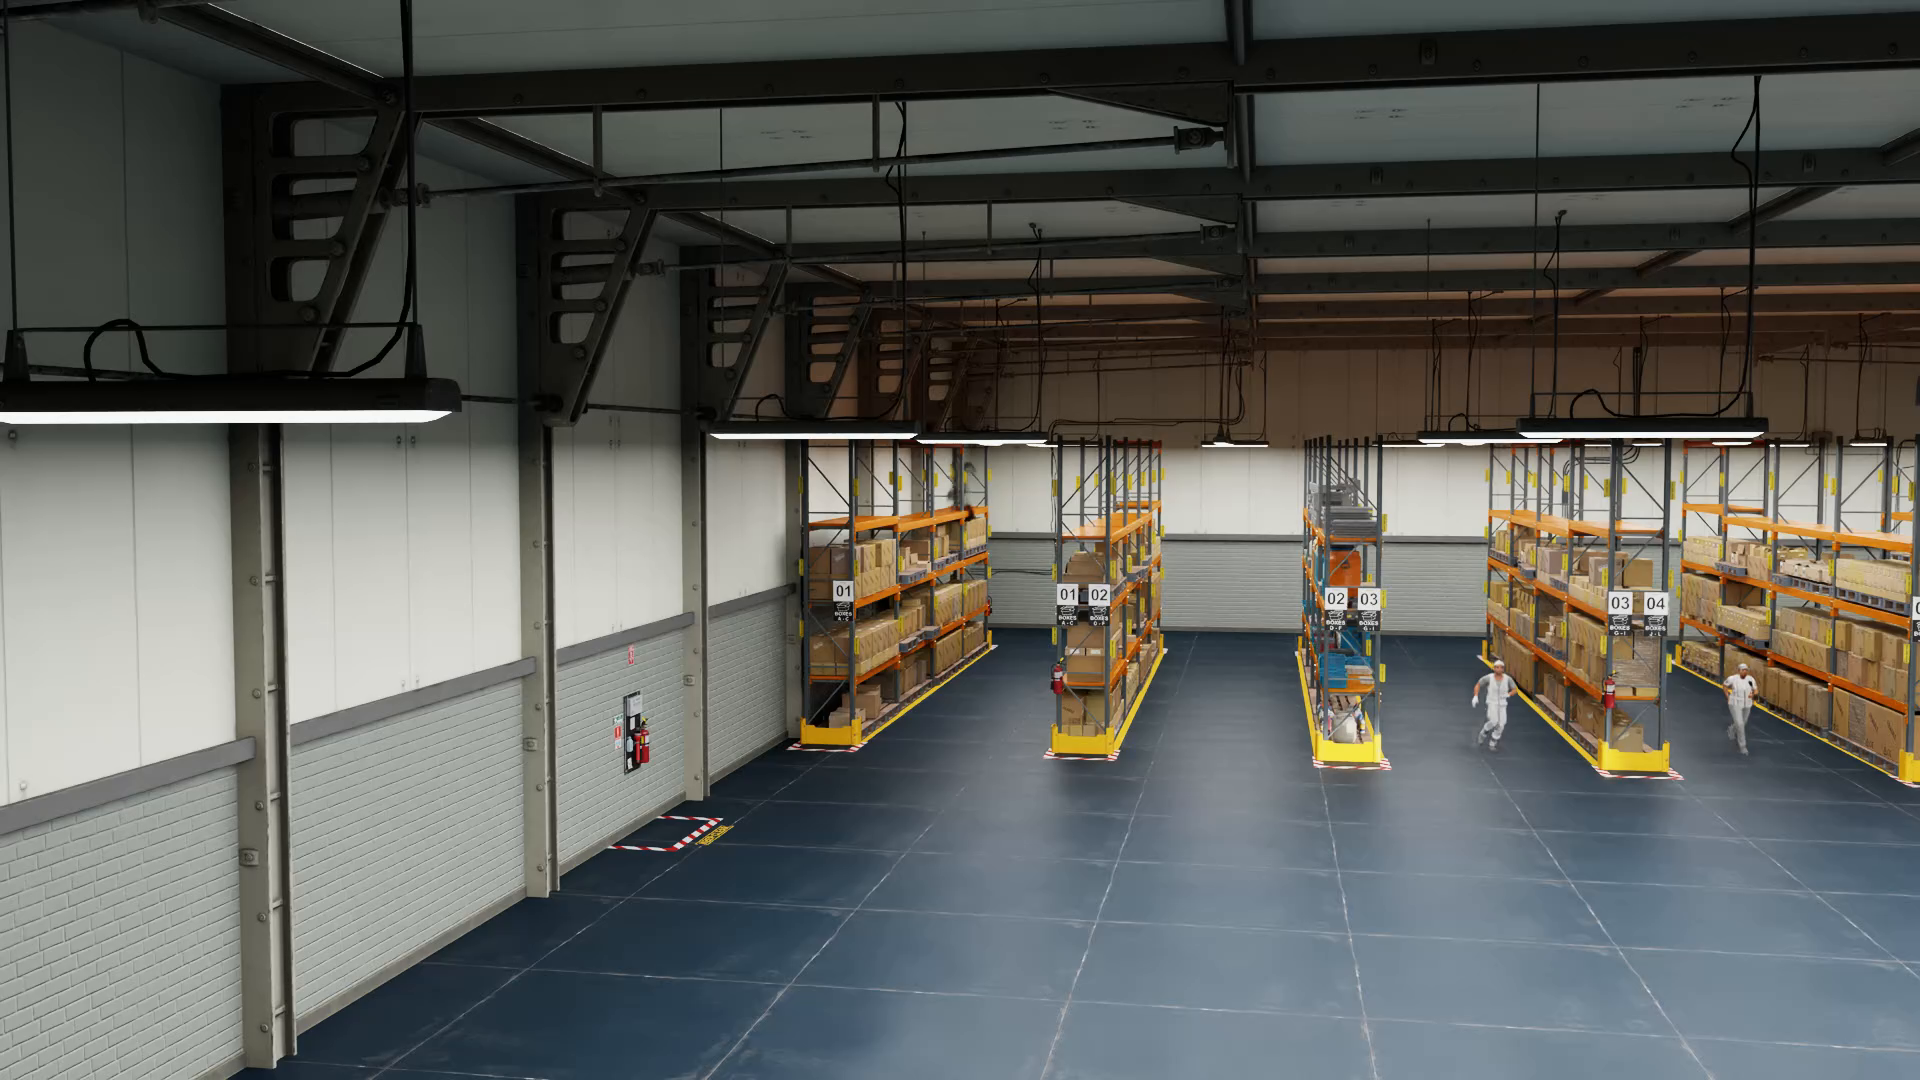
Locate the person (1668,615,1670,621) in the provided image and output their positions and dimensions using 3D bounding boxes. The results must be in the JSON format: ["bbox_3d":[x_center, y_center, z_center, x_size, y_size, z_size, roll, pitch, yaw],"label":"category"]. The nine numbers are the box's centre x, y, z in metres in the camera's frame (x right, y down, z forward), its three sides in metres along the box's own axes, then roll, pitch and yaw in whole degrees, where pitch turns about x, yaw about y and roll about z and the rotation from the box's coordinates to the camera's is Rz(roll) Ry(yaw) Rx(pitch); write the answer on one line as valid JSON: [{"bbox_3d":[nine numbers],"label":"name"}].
[{"bbox_3d":[19.000,2.382,45.587,0.885,1.745,0.709,0,3,-5],"label":"person"}]

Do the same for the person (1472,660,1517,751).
[{"bbox_3d":[10.197,3.156,31.642,0.780,1.736,0.541,0,3,-3],"label":"person"}]

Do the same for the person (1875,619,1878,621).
[{"bbox_3d":[24.935,2.461,45.058,0.545,1.651,0.609,0,3,-2],"label":"person"}]

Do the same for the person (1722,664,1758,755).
[{"bbox_3d":[14.907,3.197,31.760,0.561,1.711,1.048,0,3,-3],"label":"person"}]

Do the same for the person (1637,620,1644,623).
[{"bbox_3d":[17.830,2.515,43.738,0.554,1.662,0.690,1,3,18],"label":"person"}]
